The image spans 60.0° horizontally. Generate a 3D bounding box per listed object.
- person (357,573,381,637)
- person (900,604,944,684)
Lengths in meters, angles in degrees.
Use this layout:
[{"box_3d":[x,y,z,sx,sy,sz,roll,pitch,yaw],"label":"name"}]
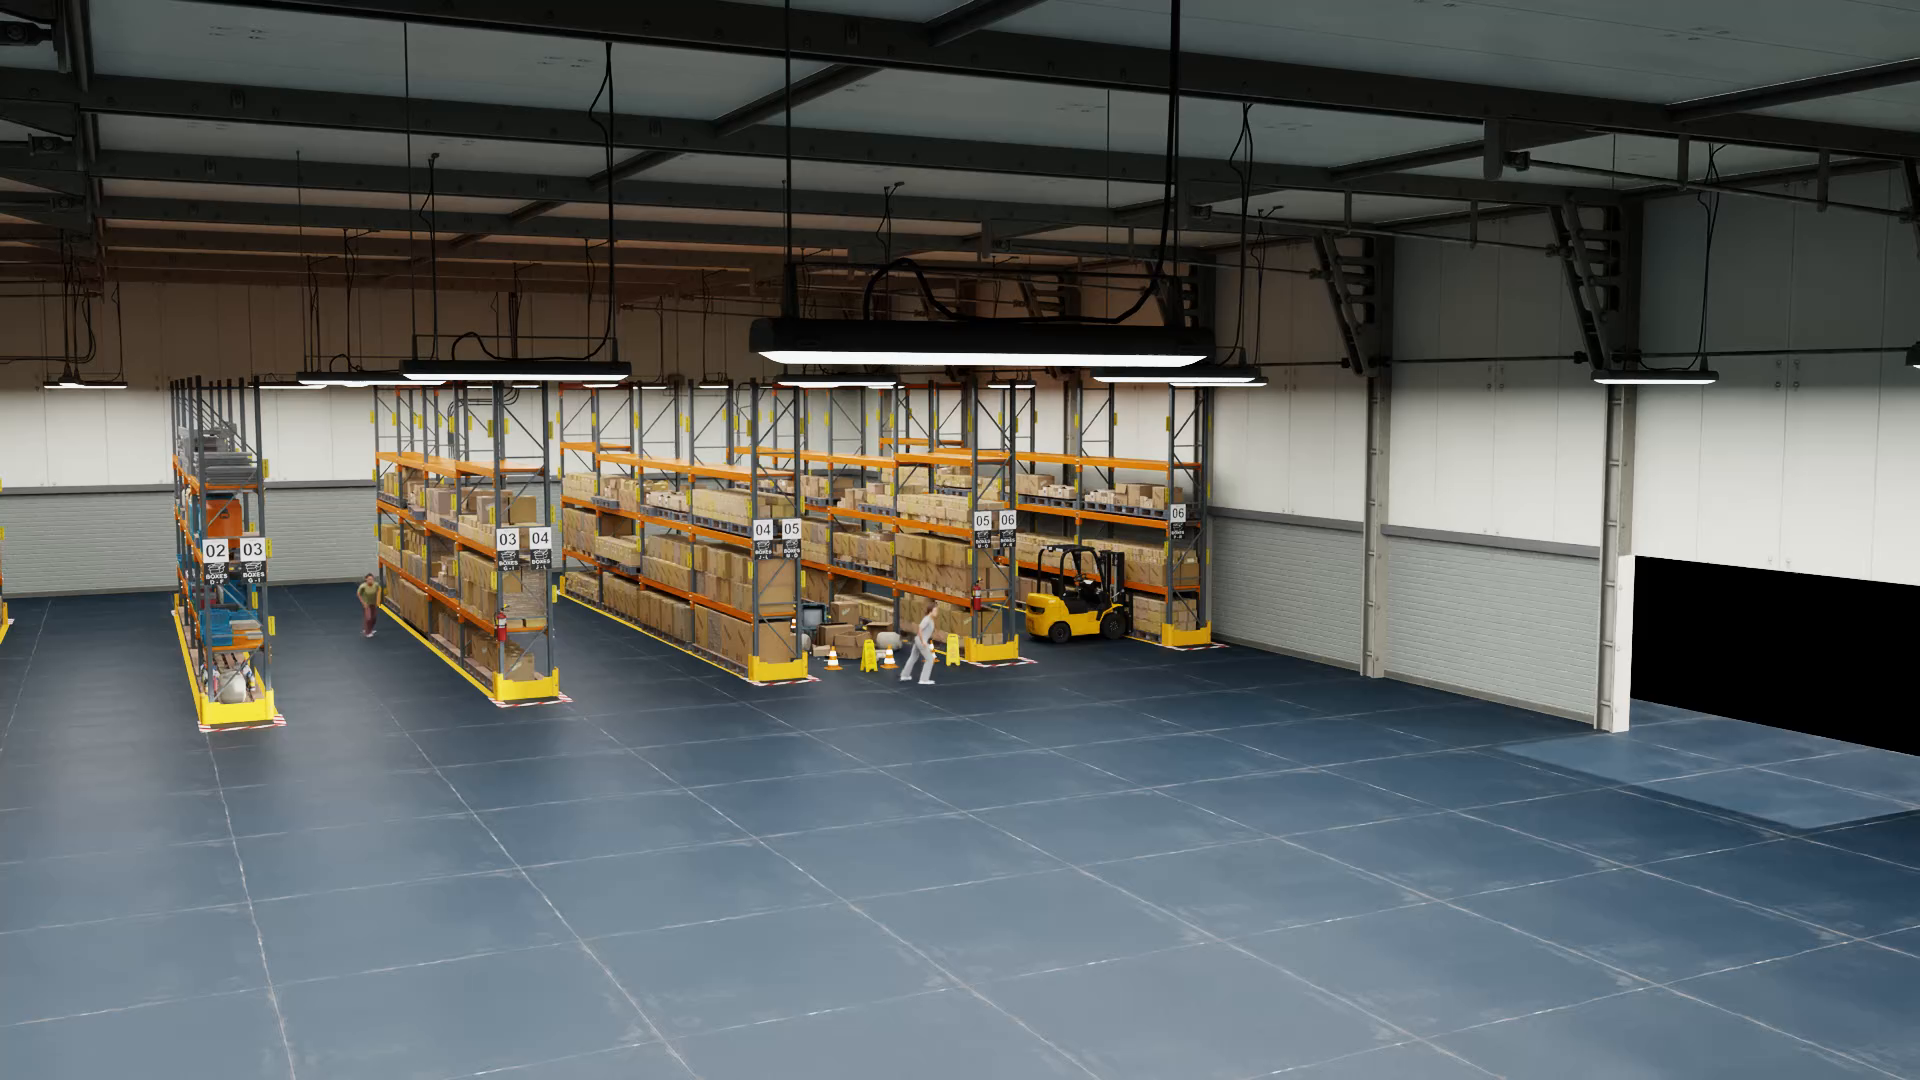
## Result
[{"box_3d":[-13.835,1.505,38.900,0.817,1.530,0.624,4,7,41],"label":"person"},{"box_3d":[-0.745,2.037,32.685,0.859,1.592,0.633,0,5,-3],"label":"person"}]
